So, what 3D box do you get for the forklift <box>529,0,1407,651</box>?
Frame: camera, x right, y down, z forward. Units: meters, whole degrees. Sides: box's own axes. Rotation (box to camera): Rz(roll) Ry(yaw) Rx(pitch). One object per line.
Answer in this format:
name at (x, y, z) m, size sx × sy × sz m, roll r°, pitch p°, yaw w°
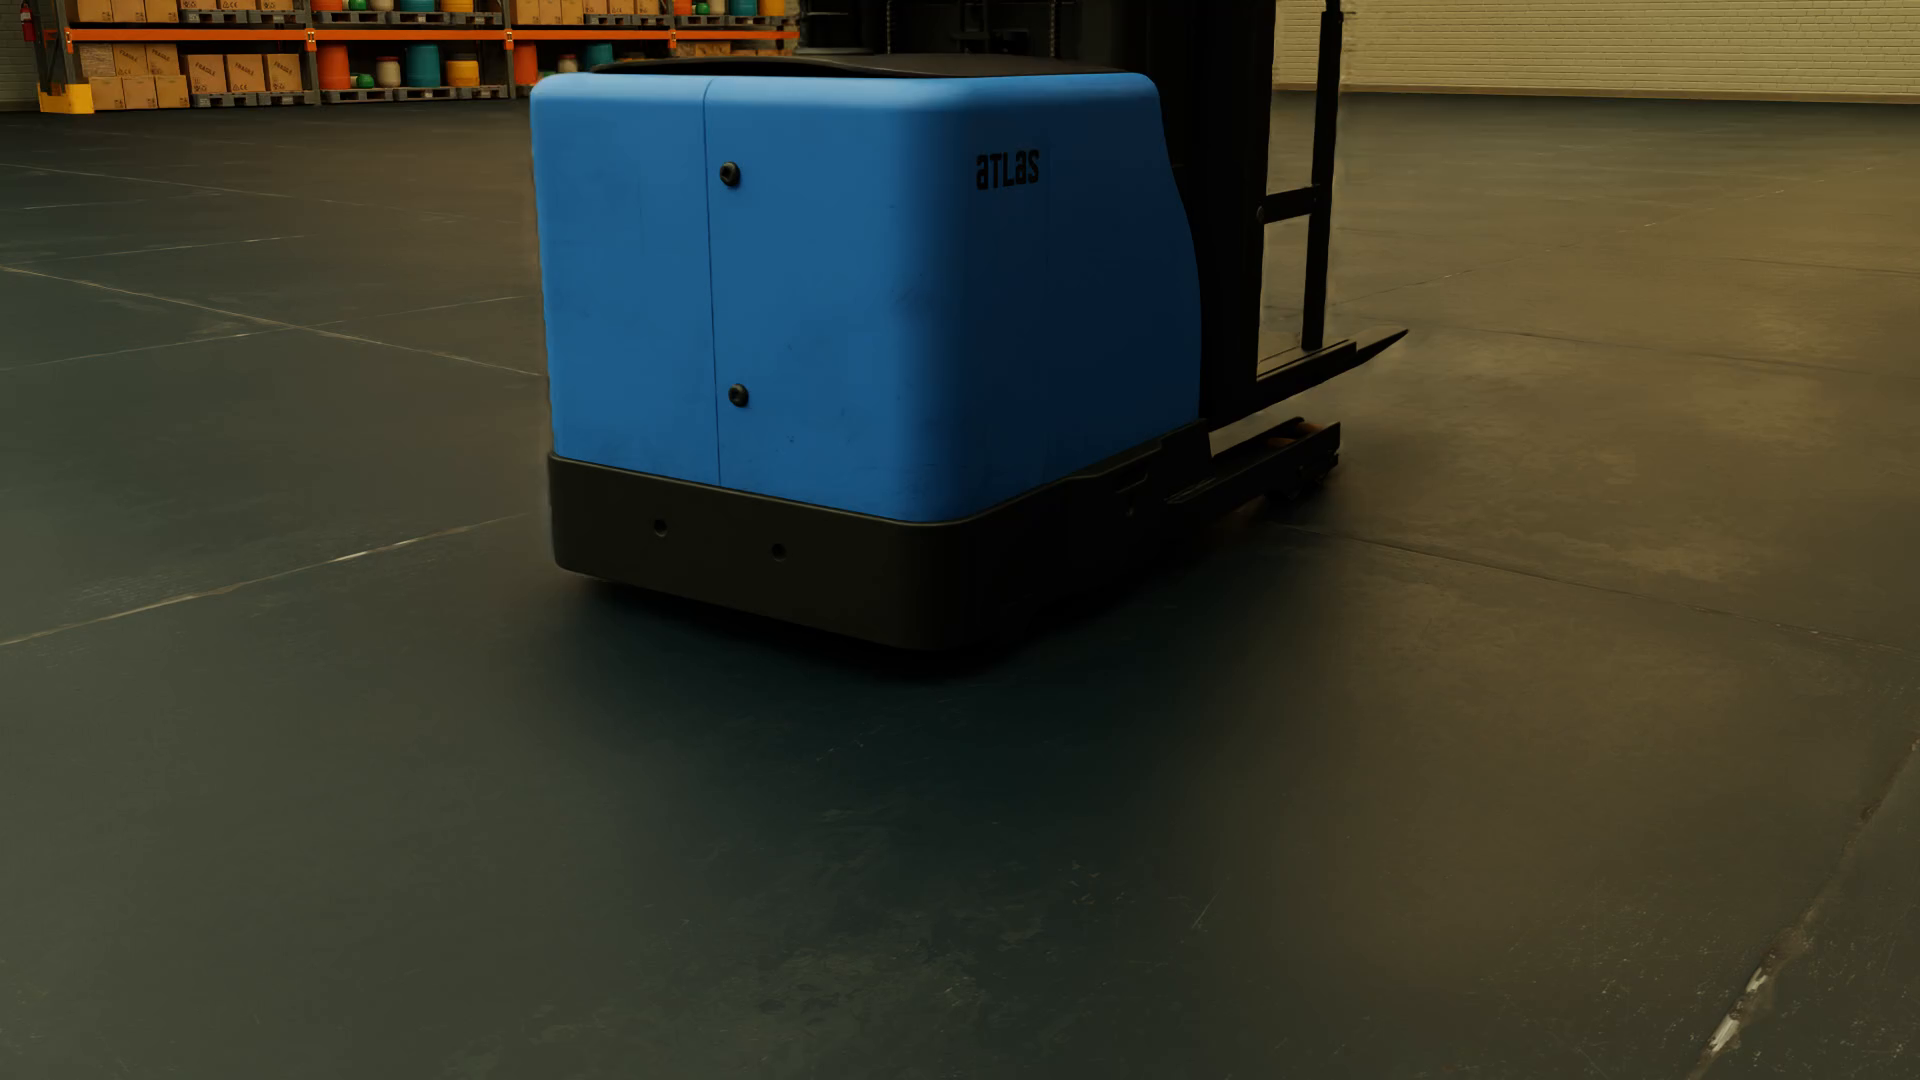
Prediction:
forklift at (0.361, -1.570, 4.069) m, size 1.130 × 2.935 × 3.031 m, roll 11°, pitch 20°, yaw 32°
